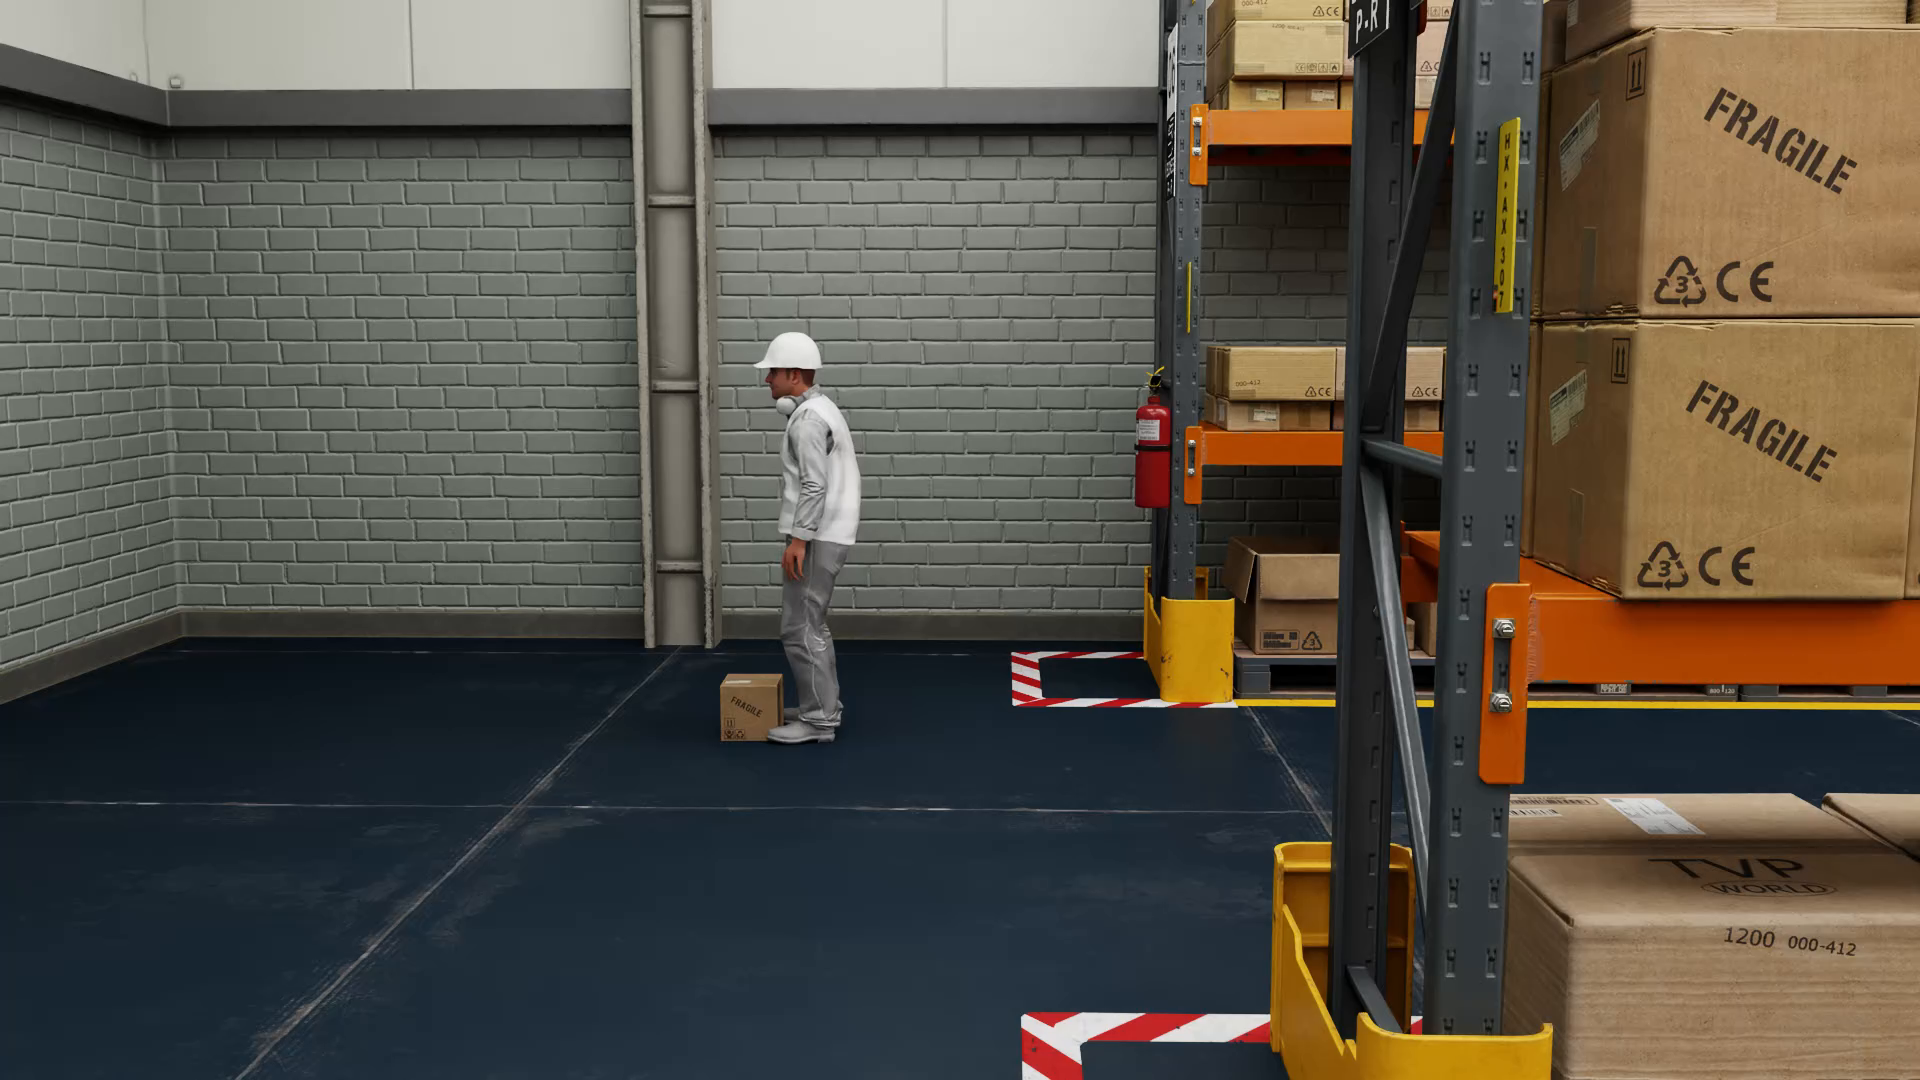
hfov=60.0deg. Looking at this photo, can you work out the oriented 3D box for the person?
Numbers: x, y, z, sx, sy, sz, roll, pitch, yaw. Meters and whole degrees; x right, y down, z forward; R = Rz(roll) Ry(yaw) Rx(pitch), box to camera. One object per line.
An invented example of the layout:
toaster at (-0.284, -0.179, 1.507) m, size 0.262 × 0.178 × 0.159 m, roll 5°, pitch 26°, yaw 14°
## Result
person at (-0.661, -0.014, 7.264) m, size 0.458 × 1.773 × 0.592 m, roll 0°, pitch 7°, yaw -1°
